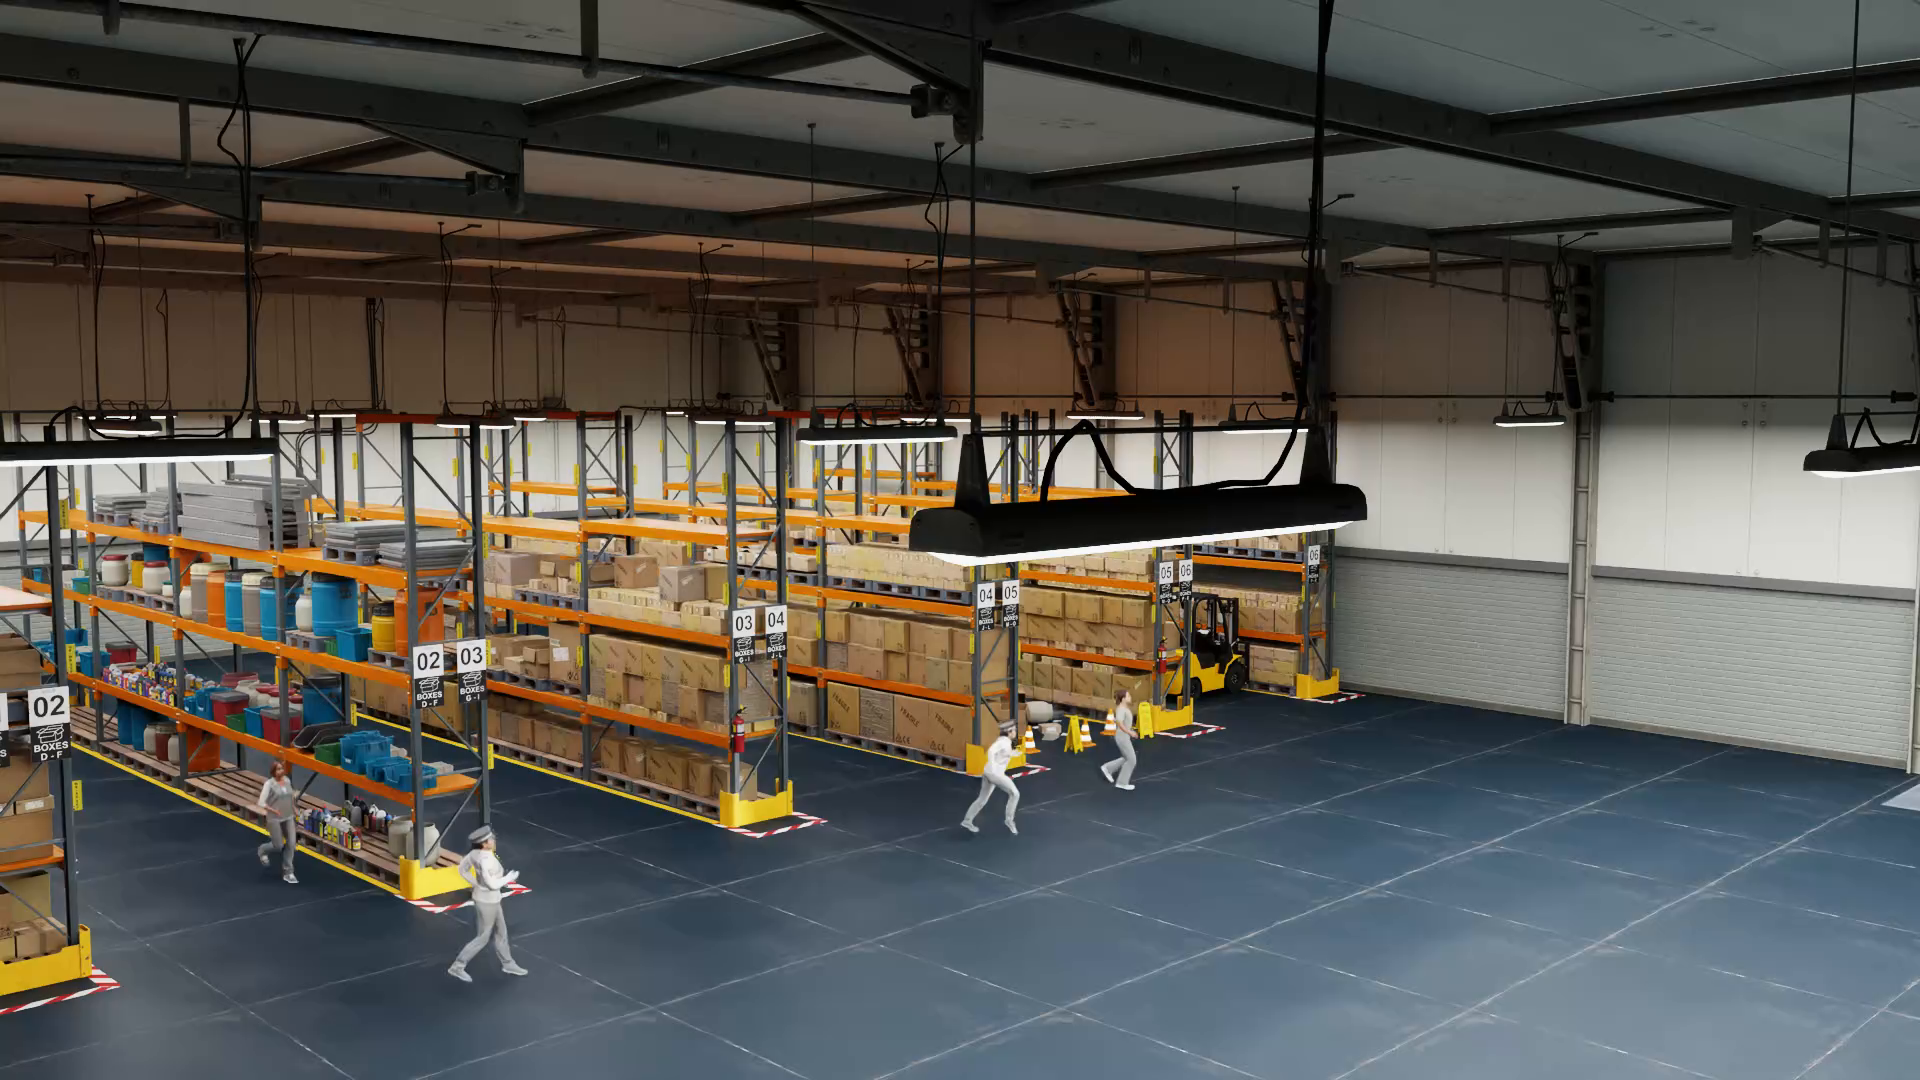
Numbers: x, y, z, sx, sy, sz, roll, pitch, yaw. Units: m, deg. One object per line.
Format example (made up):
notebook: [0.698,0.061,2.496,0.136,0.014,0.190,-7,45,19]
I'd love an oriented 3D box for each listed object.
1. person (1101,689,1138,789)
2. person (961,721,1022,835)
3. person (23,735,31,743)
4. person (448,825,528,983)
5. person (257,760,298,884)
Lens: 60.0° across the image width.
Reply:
person: [2.568,3.202,26.754,0.604,1.616,0.589,0,5,6]
person: [0.465,3.438,23.945,0.918,1.672,0.619,-1,5,-14]
person: [-14.943,3.119,26.842,0.783,1.842,0.656,3,6,34]
person: [-5.088,3.909,17.870,0.855,1.713,0.605,-2,5,-25]
person: [-8.912,3.662,21.749,0.779,1.585,0.537,4,6,36]
